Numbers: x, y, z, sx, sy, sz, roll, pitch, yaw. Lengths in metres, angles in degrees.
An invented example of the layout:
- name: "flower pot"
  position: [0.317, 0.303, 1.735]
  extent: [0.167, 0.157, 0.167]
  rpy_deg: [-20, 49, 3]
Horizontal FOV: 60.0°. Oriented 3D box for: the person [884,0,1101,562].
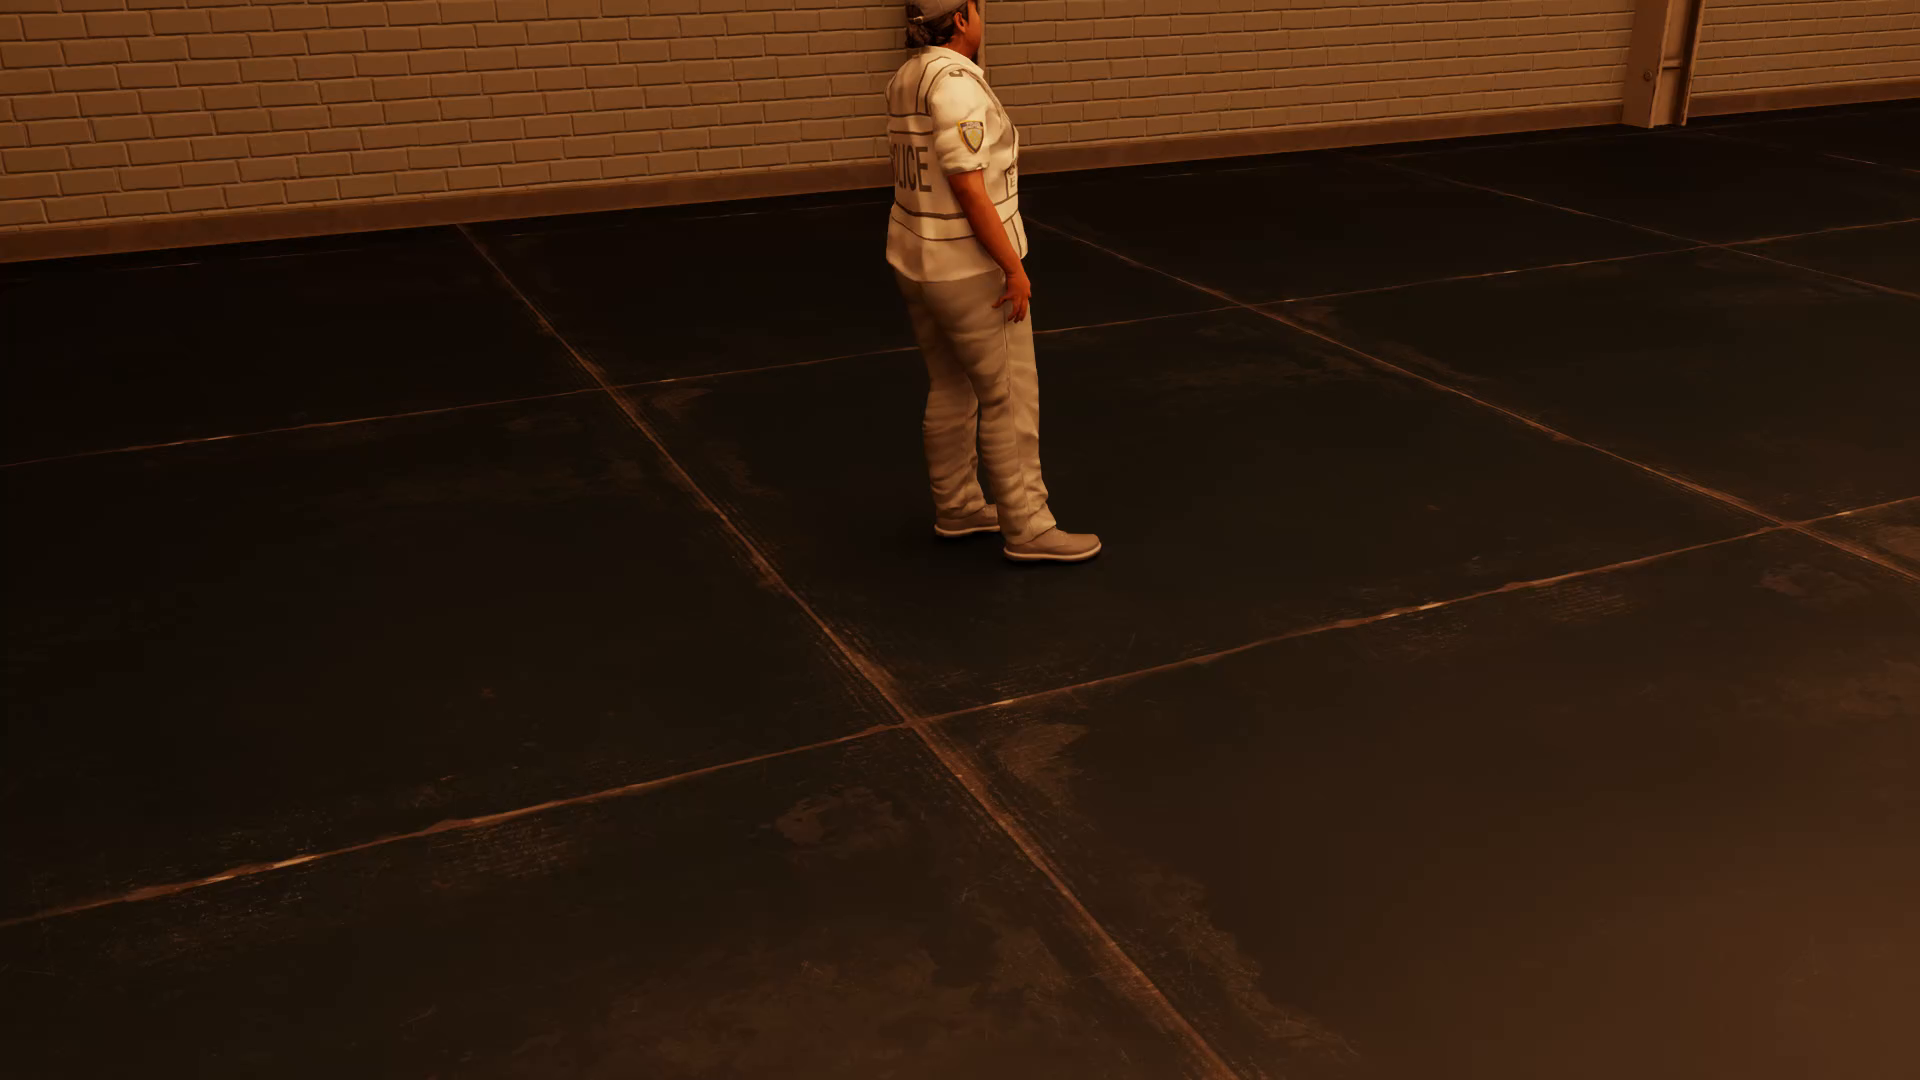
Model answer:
- name: "person"
  position: [0.079, -0.780, 4.795]
  extent: [0.529, 1.670, 0.598]
  rpy_deg: [-10, 25, -23]
